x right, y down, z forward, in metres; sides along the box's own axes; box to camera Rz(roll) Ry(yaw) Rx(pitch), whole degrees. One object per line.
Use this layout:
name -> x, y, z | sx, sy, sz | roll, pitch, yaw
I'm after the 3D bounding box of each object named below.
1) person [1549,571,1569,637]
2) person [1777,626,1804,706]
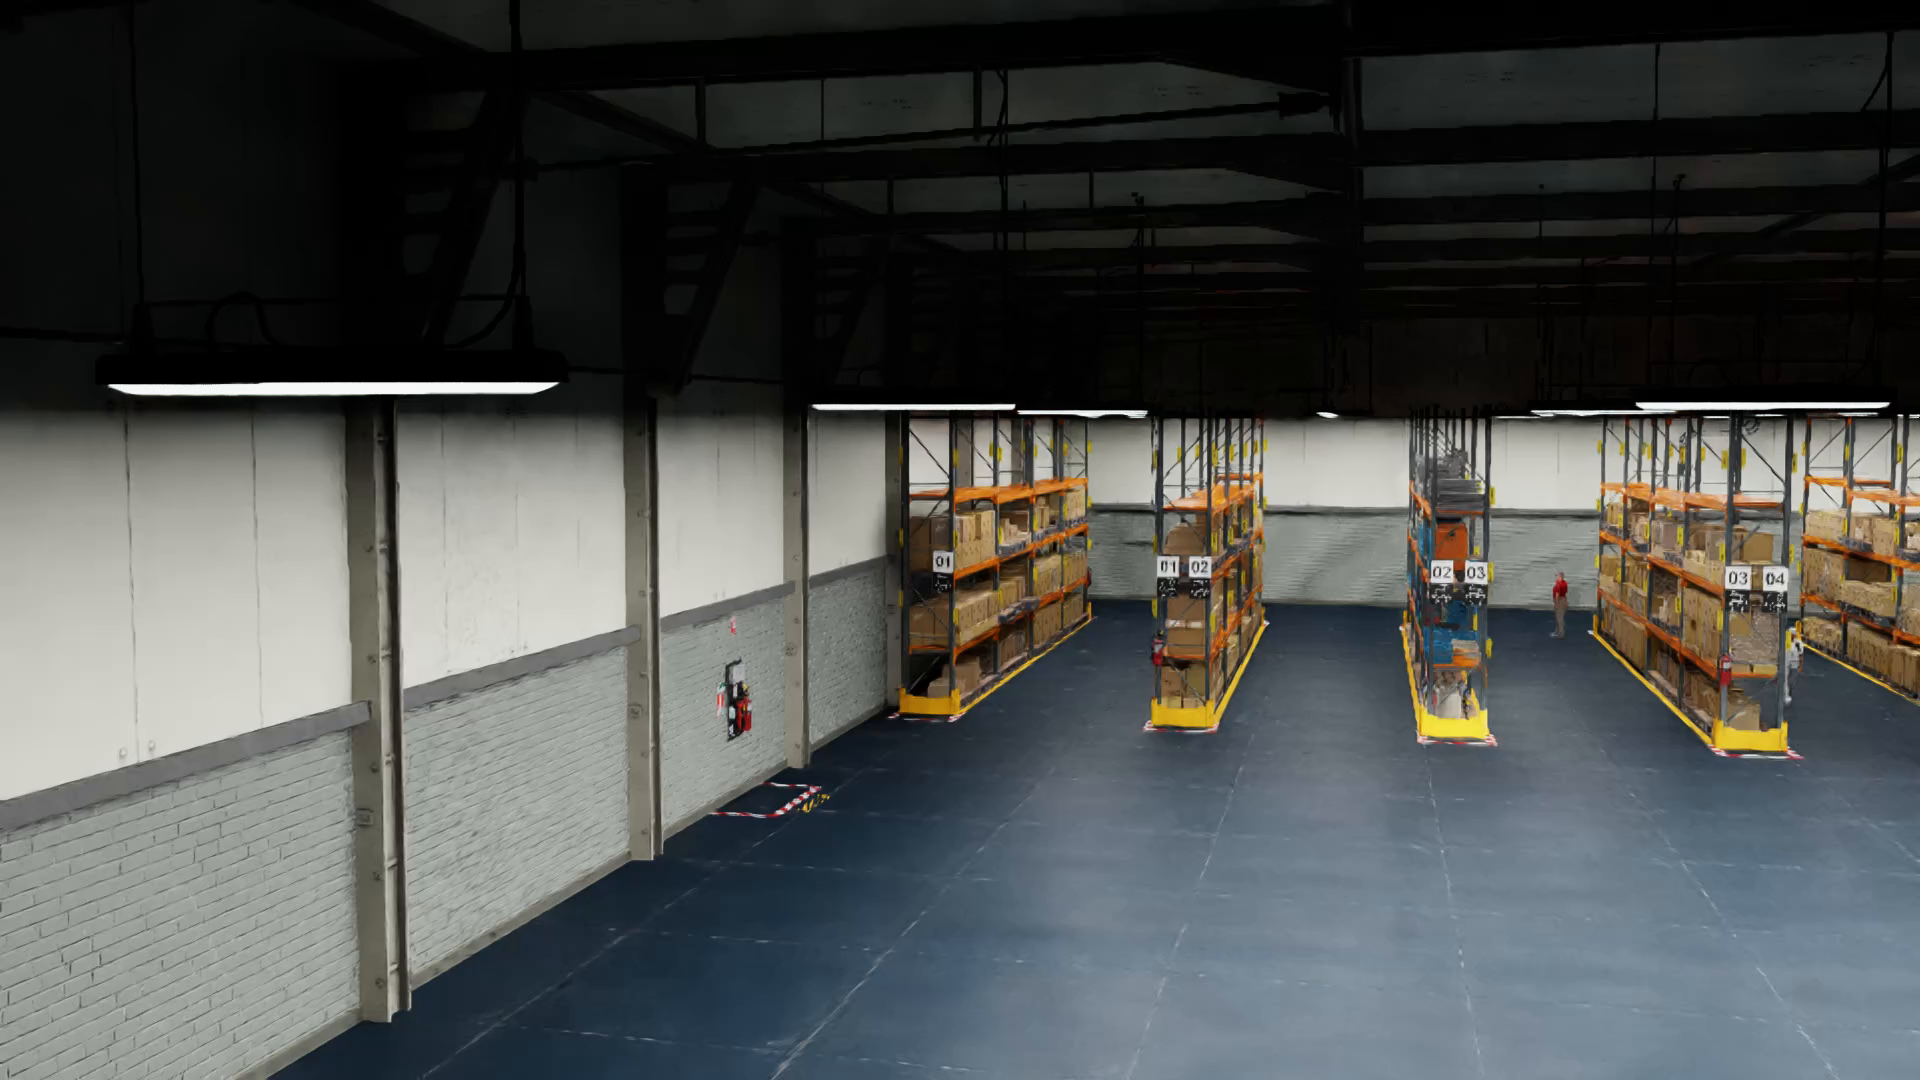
person -> 15.837, 1.697, 44.021 | 0.498, 1.723, 0.588 | 4, 6, 44
person -> 16.707, 2.519, 33.443 | 0.481, 1.583, 1.072 | 1, 4, 12
